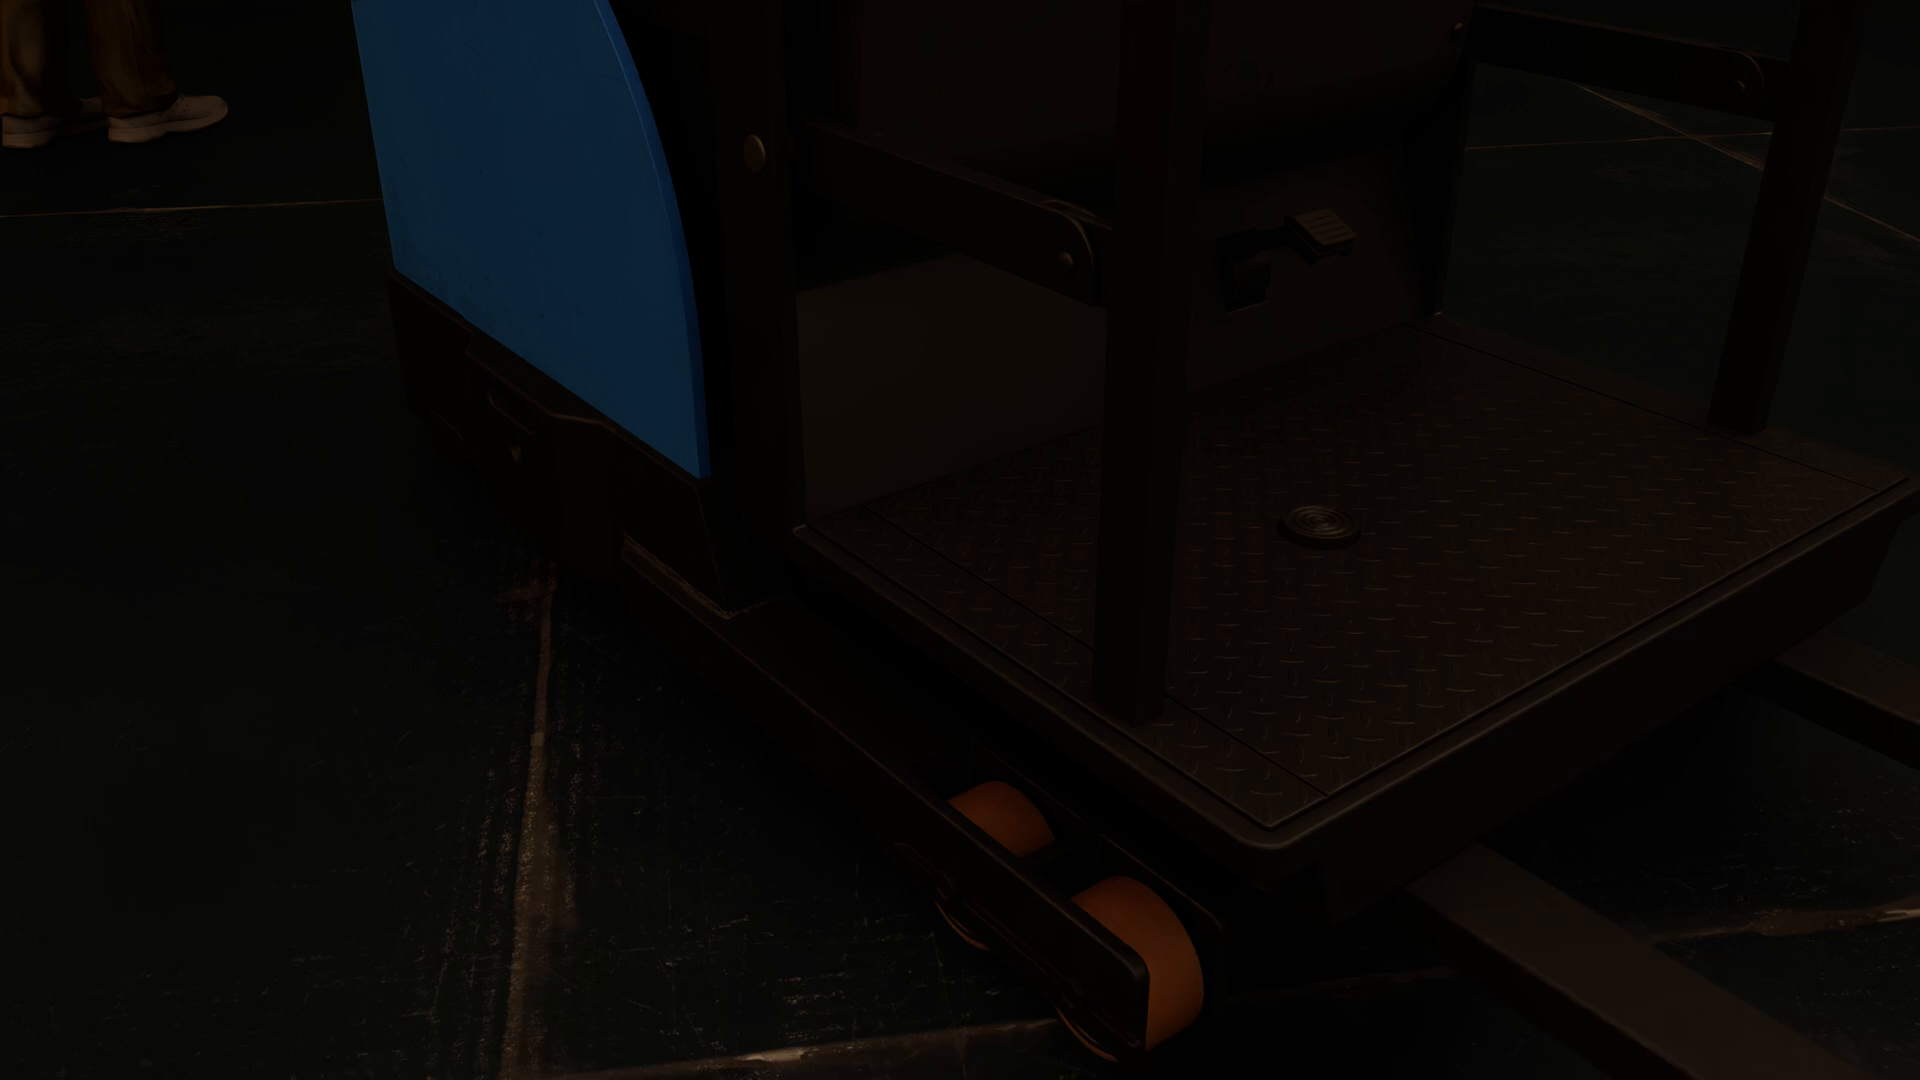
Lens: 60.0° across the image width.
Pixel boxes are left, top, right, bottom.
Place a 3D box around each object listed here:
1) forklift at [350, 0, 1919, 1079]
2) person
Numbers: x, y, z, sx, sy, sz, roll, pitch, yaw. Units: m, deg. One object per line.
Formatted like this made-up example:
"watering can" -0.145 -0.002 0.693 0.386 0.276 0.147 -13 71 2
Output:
"forklift" 0.374 -1.069 1.387 1.130 2.935 3.031 -20 34 -33
"person" -2.389 -1.914 4.245 0.796 1.754 0.556 18 33 30
